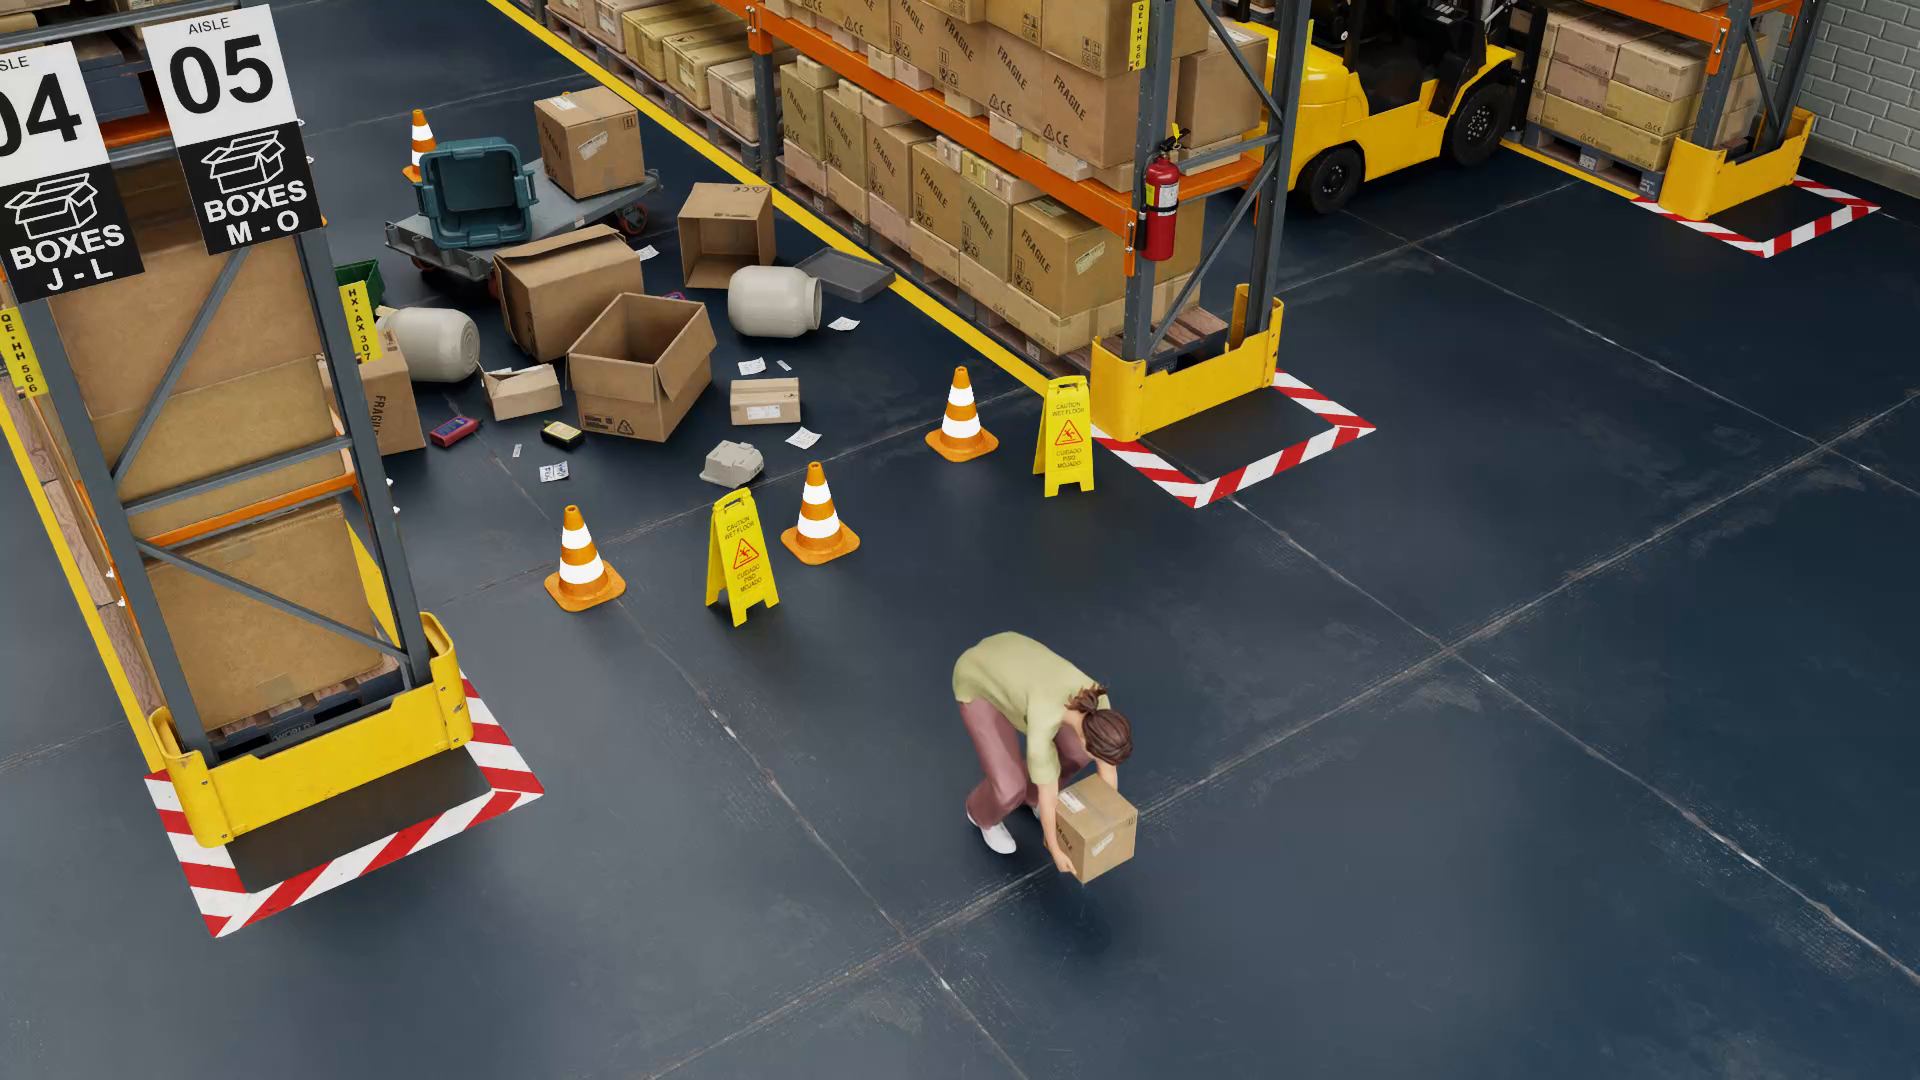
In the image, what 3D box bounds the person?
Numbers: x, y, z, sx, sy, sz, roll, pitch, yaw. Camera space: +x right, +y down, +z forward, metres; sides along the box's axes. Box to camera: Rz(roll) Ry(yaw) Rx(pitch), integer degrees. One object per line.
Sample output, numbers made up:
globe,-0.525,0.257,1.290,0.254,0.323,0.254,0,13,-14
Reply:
person,0.327,0.842,6.443,0.472,0.987,0.868,-25,43,-30
